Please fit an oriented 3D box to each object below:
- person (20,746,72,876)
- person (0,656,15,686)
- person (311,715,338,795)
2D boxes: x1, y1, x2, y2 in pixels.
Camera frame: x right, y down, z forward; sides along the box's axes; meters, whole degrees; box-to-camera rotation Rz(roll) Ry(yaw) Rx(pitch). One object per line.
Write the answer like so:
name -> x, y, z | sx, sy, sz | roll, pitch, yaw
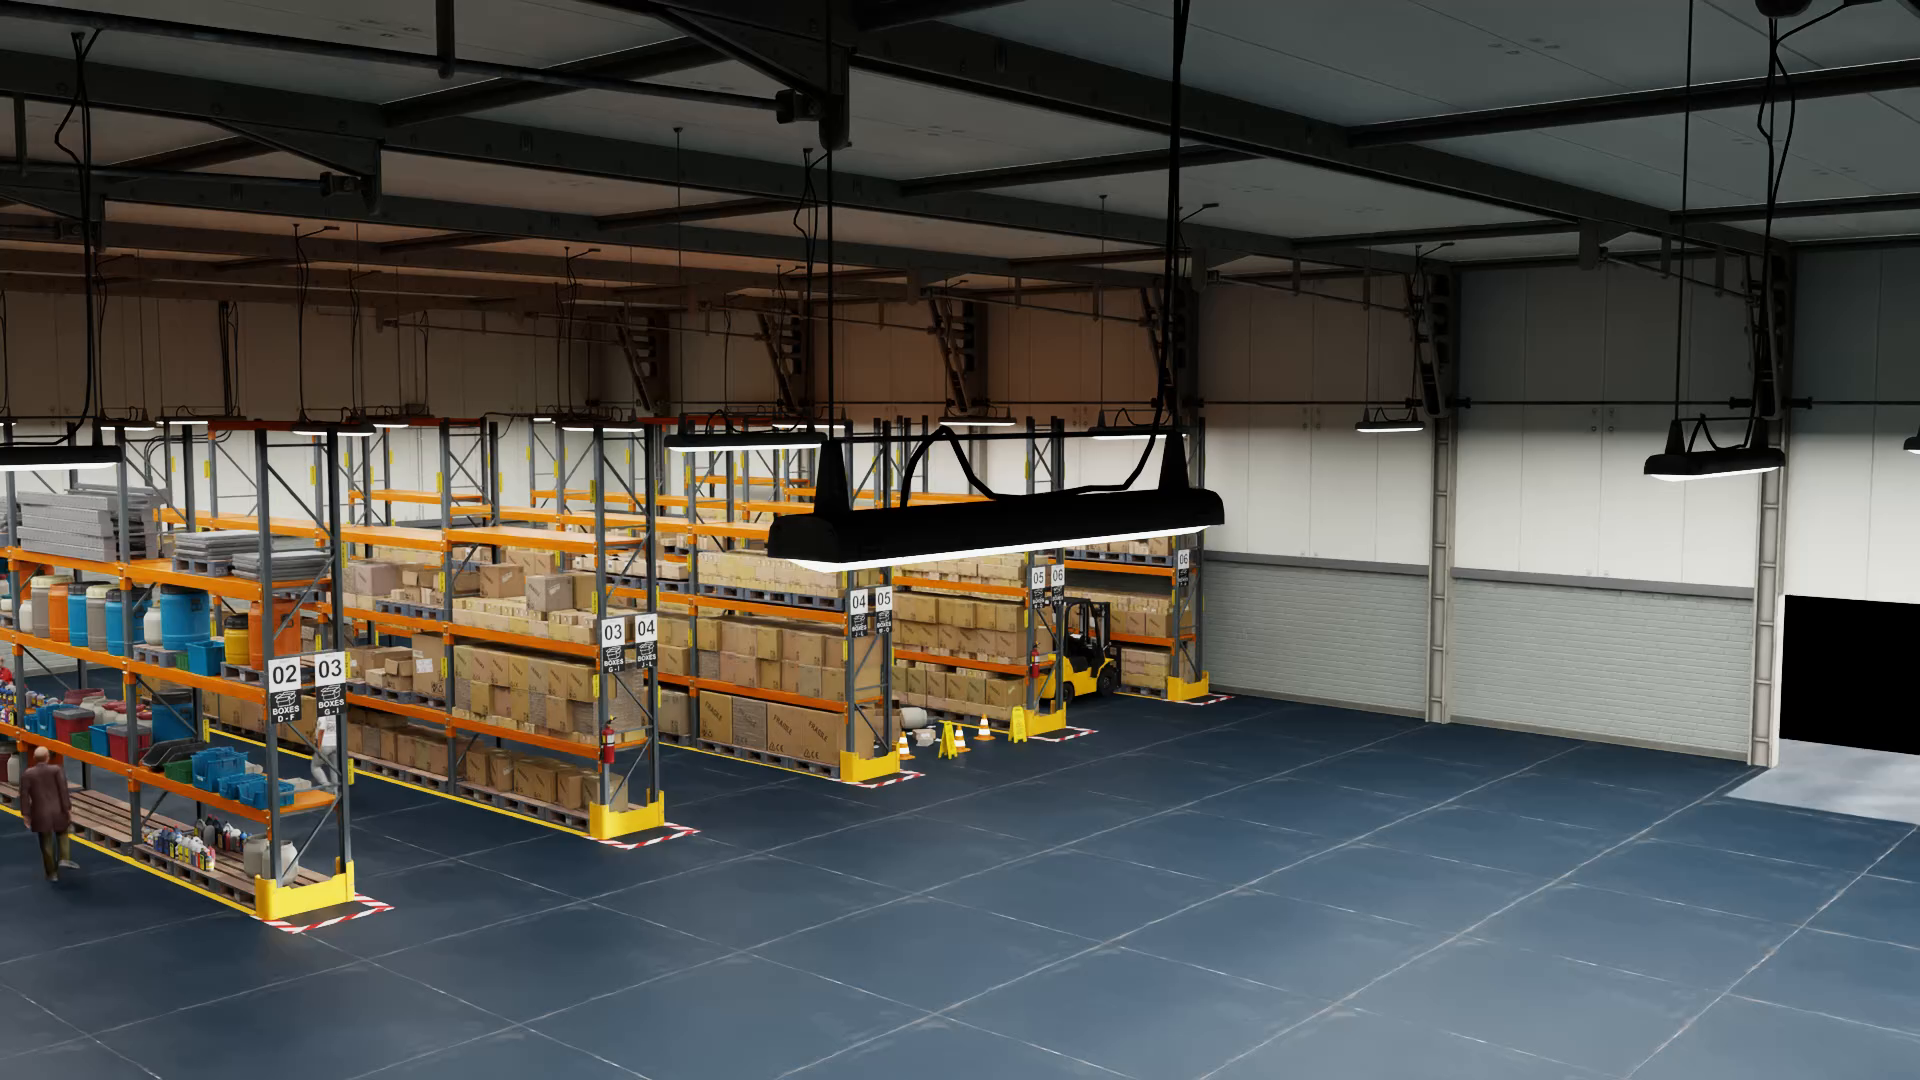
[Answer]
person -> -12.055, 3.577, 21.985 | 0.601, 1.697, 0.533 | -4, 6, -39
person -> -17.749, 2.908, 30.619 | 0.880, 1.614, 0.650 | 3, 6, 32
person -> -10.021, 3.308, 26.421 | 0.428, 1.648, 0.551 | 4, 6, 38
